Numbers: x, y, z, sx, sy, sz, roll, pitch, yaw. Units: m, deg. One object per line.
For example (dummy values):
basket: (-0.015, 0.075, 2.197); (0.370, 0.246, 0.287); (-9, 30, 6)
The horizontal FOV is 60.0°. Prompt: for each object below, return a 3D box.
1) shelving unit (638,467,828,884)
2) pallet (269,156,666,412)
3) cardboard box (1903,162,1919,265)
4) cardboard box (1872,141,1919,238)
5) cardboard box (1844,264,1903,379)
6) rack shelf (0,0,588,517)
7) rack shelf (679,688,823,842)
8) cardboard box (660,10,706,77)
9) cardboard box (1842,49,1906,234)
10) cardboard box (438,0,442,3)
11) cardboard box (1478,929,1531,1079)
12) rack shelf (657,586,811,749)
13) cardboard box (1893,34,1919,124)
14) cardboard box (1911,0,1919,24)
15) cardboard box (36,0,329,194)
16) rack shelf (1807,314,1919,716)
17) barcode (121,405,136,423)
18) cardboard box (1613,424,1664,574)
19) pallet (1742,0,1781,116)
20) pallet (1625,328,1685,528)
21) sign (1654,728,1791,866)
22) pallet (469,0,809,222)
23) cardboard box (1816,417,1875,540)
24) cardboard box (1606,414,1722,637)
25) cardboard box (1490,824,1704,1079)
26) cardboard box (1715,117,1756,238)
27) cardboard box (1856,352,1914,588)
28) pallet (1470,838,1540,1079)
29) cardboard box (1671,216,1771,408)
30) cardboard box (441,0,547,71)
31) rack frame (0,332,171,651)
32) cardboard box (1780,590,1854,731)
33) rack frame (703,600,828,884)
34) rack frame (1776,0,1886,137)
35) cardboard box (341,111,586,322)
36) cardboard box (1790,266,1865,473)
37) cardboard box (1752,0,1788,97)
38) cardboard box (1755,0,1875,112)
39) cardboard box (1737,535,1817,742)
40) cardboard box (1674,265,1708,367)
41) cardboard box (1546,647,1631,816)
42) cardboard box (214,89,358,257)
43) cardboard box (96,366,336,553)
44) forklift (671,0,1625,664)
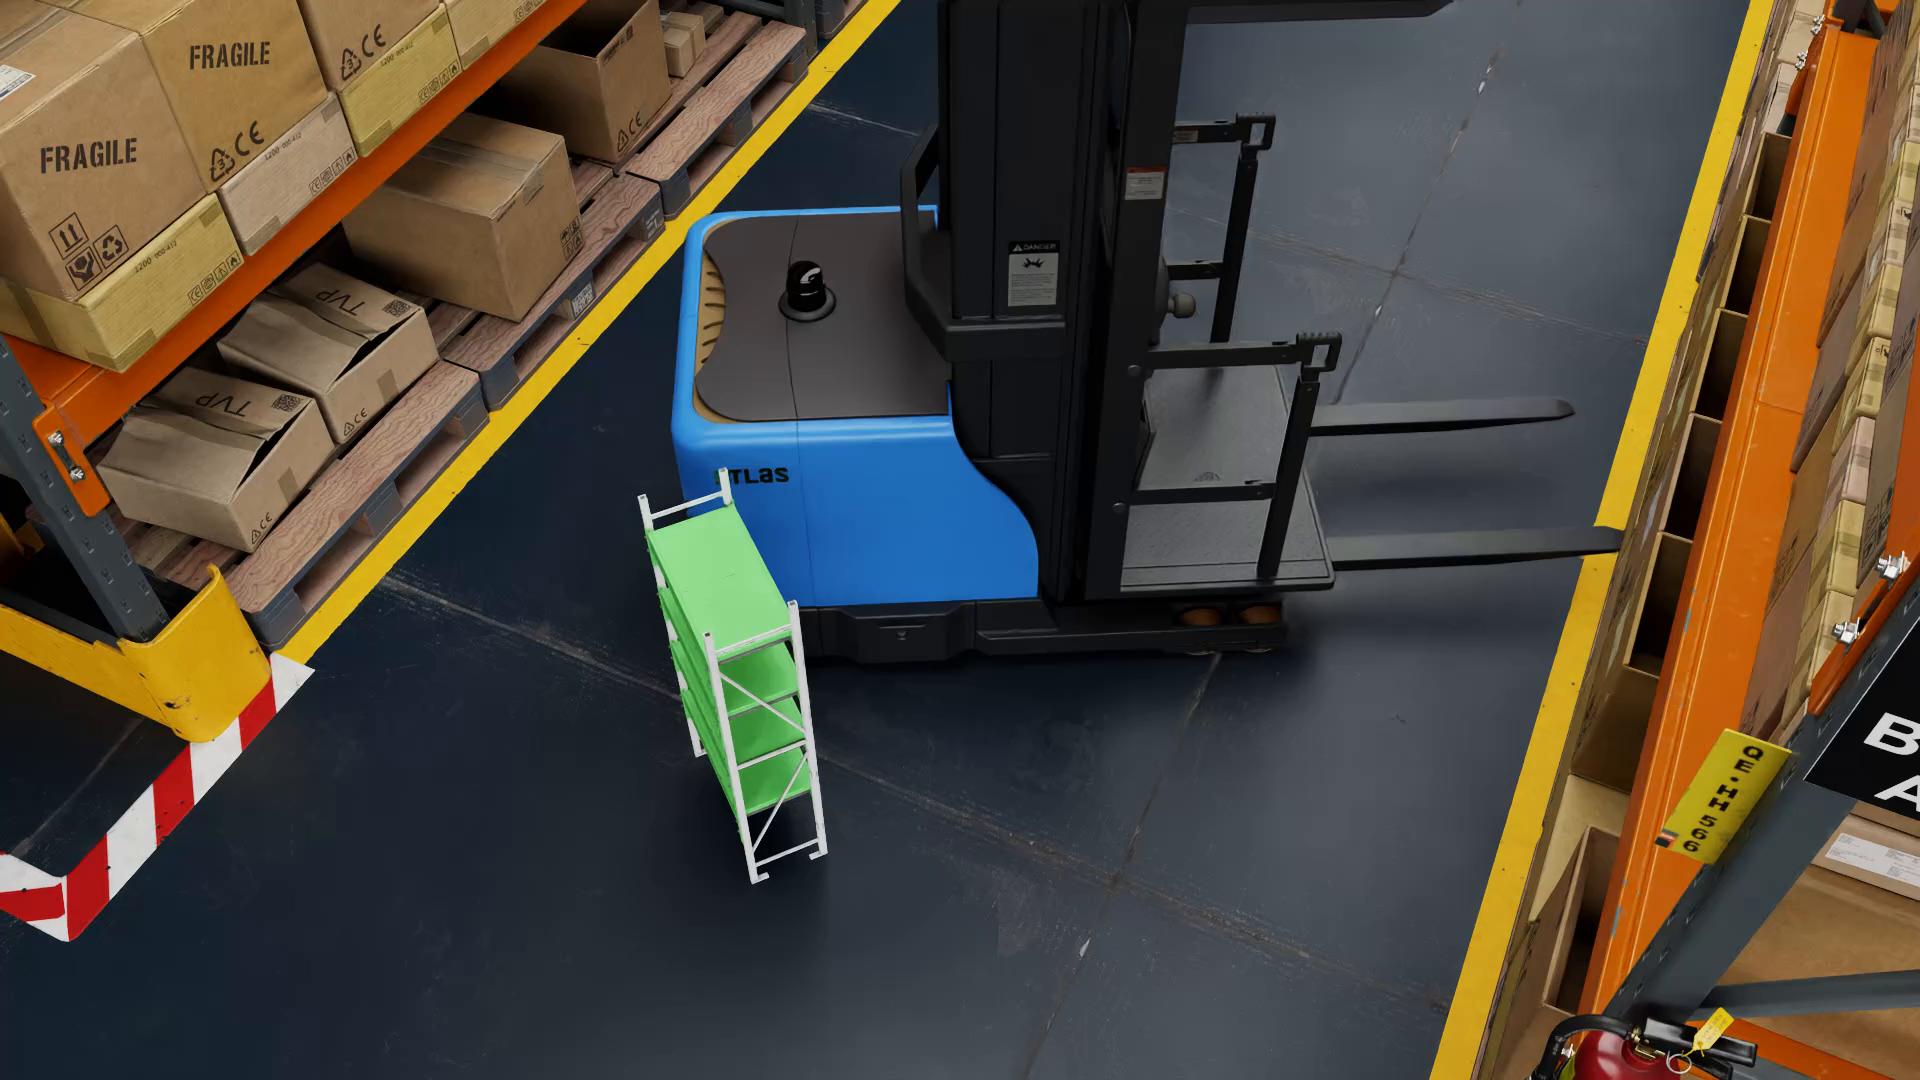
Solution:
shelving unit: (-0.611, 0.411, 4.612); (0.258, 1.200, 0.503); (-20, 52, -16)
pallet: (-1.905, -1.109, 6.555); (1.003, 0.211, 1.213); (20, 52, 16)
cardboard box: (2.524, -0.829, 3.568); (0.700, 0.500, 0.500); (20, 52, 16)
cardboard box: (2.402, -0.773, 3.947); (0.380, 0.149, 0.250); (19, 52, 16)
cardboard box: (2.185, -0.426, 3.651); (0.380, 0.149, 0.250); (21, 53, 17)
rack shelf: (-1.984, -1.719, 5.716); (1.077, 0.370, 4.000); (20, 52, 16)
rack shelf: (-0.611, 0.608, 4.844); (0.258, 0.148, 0.480); (-20, 52, -16)
cardboard box: (-1.331, -2.176, 7.203); (0.380, 0.166, 0.250); (14, 51, 11)
cardboard box: (2.947, -1.080, 4.633); (0.700, 0.500, 0.500); (19, 52, 16)
cardboard box: (-1.707, -2.057, 5.124); (0.500, 0.500, 0.500); (21, 53, 17)
cardboard box: (1.604, 1.324, 4.184); (0.500, 0.250, 0.500); (20, 52, 16)
rack shelf: (-0.611, 0.297, 4.478); (0.258, 0.148, 0.480); (-20, 52, -16)
cardboard box: (2.625, -1.137, 4.256); (0.380, 0.149, 0.250); (18, 52, 15)
cardboard box: (2.845, -1.490, 4.556); (0.380, 0.149, 0.250); (19, 52, 15)
cardboard box: (-2.143, -1.344, 4.517); (0.500, 0.500, 0.500); (20, 52, 16)
rack shelf: (2.496, -1.082, 3.204); (1.077, 0.370, 4.000); (20, 52, 16)
barcode: (-2.816, -0.439, 5.625); (0.001, 0.075, 0.075); (20, 52, 16)
cardboard box: (2.442, -0.059, 5.361); (0.500, 0.250, 0.500); (20, 52, 16)
pallet: (4.150, -2.180, 7.466); (1.003, 0.211, 1.213); (20, 52, 16)
pallet: (2.973, -0.283, 5.852); (1.003, 0.211, 1.213); (20, 52, 16)
sign: (1.157, 0.396, 2.528); (0.100, 0.325, 0.005); (20, 52, 16)
pallet: (-1.385, -1.952, 7.272); (1.003, 0.211, 1.213); (20, 52, 16)
cardboard box: (1.962, -0.063, 3.342); (0.380, 0.149, 0.250); (20, 53, 17)
cardboard box: (2.231, 0.043, 4.781); (0.500, 0.500, 0.500); (20, 52, 16)
cardboard box: (1.602, 1.080, 3.899); (0.500, 0.500, 0.500); (20, 52, 16)
cardboard box: (3.266, -1.345, 6.455); (0.500, 0.250, 0.500); (19, 52, 16)
cardboard box: (2.095, -0.136, 2.979); (0.700, 0.500, 0.500); (19, 52, 15)
pallet: (1.931, 1.398, 4.422); (1.003, 0.211, 1.213); (20, 52, 16)
cardboard box: (2.663, -0.644, 5.366); (0.500, 0.500, 0.500); (20, 52, 16)
cardboard box: (-1.693, -1.824, 5.418); (0.500, 0.250, 0.500); (20, 53, 16)
rack frame: (-2.839, -0.575, 4.270); (1.000, 3.000, 0.127); (20, 52, 16)
cardboard box: (1.743, 0.286, 3.046); (0.380, 0.149, 0.250); (21, 53, 17)
rack frame: (-0.506, 0.579, 4.470); (0.240, 1.200, 0.015); (-20, 52, -16)
rack frame: (3.351, -1.720, 5.244); (1.000, 3.000, 0.127); (20, 52, 16)
cardboard box: (-1.860, -1.236, 6.185); (0.700, 0.500, 0.500); (17, 52, 14)
cardboard box: (2.512, -0.382, 4.040); (0.700, 0.500, 0.500); (21, 53, 17)
cardboard box: (3.702, -2.045, 7.050); (0.500, 0.250, 0.500); (21, 53, 17)
cardboard box: (3.481, -1.879, 6.541); (0.500, 0.311, 0.500); (21, 53, 17)
cardboard box: (2.073, 0.321, 3.441); (0.700, 0.500, 0.500); (21, 53, 17)
cardboard box: (2.878, -0.745, 5.944); (0.500, 0.250, 0.500); (20, 52, 16)
cardboard box: (2.018, 0.631, 4.773); (0.500, 0.250, 0.500); (20, 52, 16)
cardboard box: (-2.134, -1.128, 4.825); (0.500, 0.250, 0.500); (18, 52, 15)
cardboard box: (-2.462, -0.293, 5.507); (0.500, 0.311, 0.500); (14, 51, 12)
forklift: (0.665, -0.978, 4.658); (3.031, 2.935, 1.130); (-2, 50, -2)
